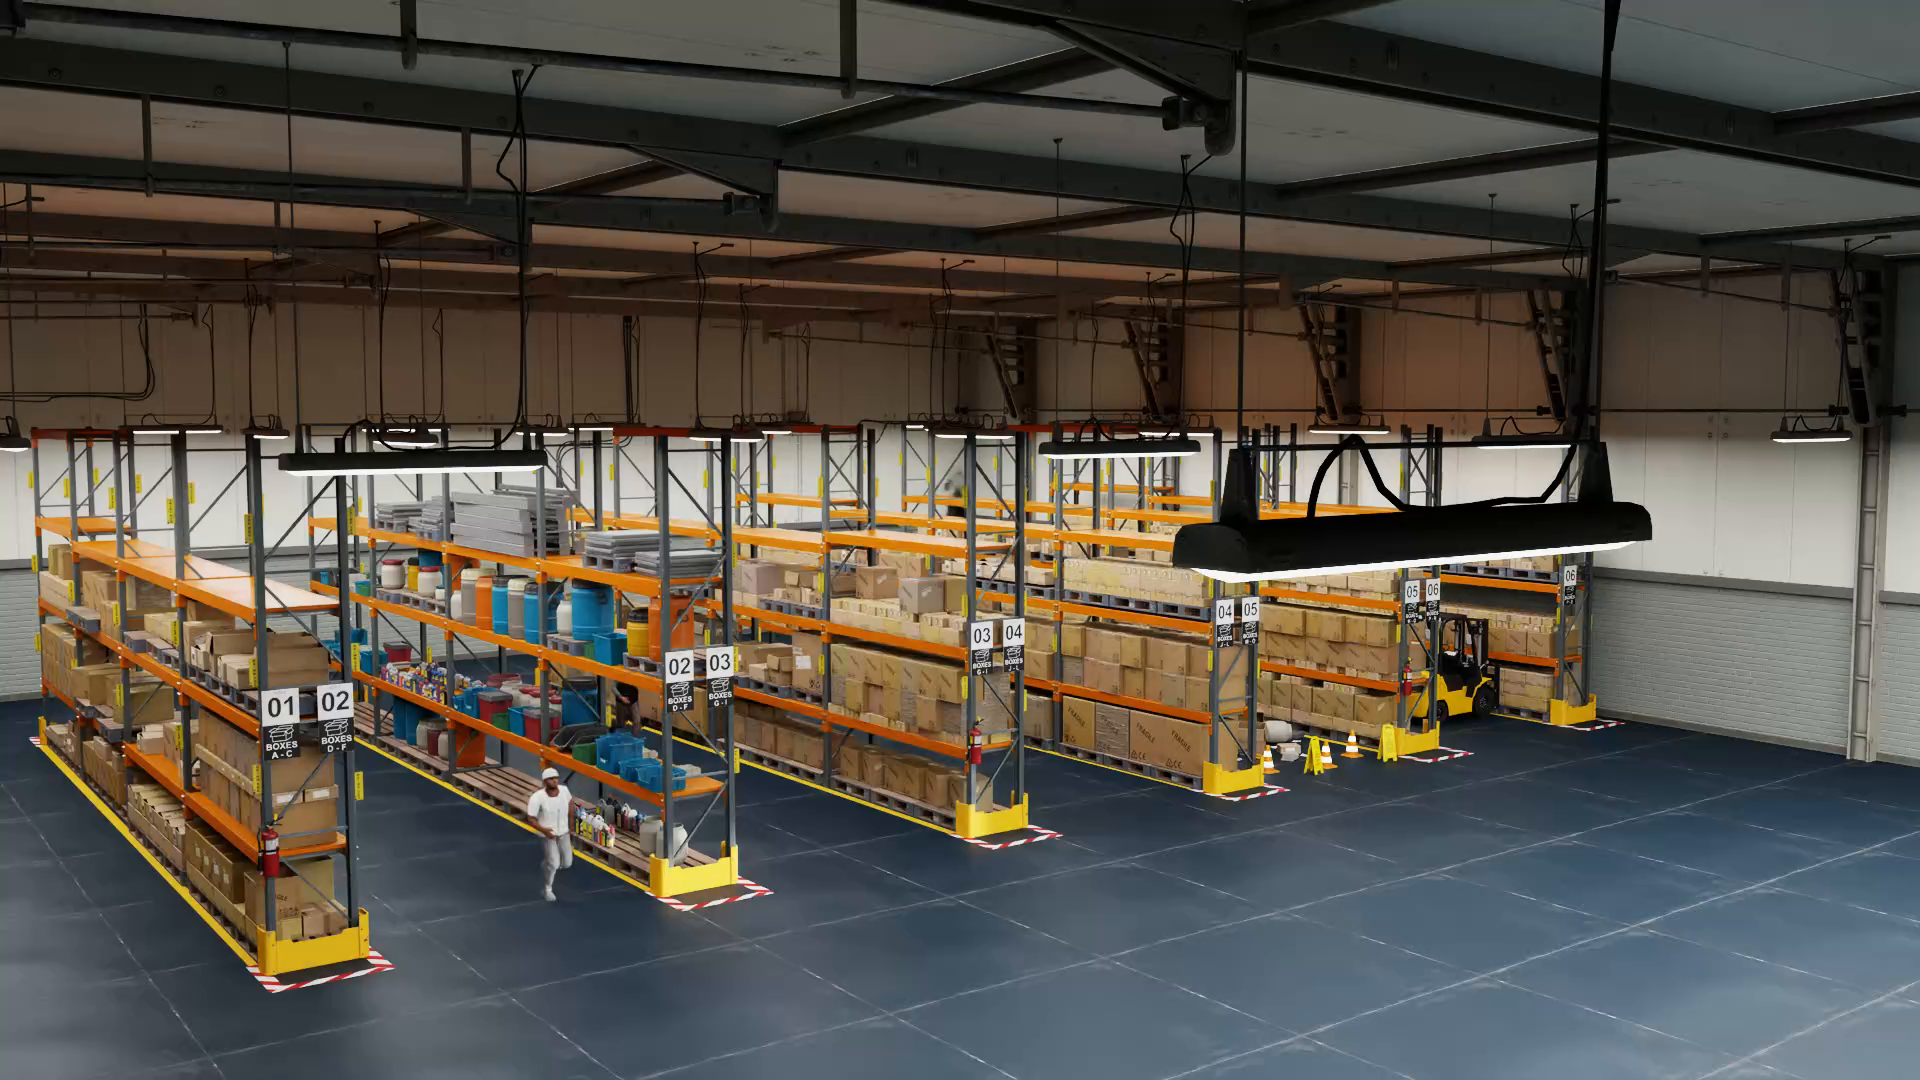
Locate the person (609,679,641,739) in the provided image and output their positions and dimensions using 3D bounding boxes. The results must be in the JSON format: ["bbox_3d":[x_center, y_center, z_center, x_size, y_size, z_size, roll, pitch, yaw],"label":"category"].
[{"bbox_3d":[-6.269,3.061,31.216,0.643,1.710,0.997,-4,6,-39],"label":"person"}]

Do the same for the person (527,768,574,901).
[{"bbox_3d":[-5.254,3.792,21.501,0.722,1.727,0.619,-4,6,-44],"label":"person"}]
